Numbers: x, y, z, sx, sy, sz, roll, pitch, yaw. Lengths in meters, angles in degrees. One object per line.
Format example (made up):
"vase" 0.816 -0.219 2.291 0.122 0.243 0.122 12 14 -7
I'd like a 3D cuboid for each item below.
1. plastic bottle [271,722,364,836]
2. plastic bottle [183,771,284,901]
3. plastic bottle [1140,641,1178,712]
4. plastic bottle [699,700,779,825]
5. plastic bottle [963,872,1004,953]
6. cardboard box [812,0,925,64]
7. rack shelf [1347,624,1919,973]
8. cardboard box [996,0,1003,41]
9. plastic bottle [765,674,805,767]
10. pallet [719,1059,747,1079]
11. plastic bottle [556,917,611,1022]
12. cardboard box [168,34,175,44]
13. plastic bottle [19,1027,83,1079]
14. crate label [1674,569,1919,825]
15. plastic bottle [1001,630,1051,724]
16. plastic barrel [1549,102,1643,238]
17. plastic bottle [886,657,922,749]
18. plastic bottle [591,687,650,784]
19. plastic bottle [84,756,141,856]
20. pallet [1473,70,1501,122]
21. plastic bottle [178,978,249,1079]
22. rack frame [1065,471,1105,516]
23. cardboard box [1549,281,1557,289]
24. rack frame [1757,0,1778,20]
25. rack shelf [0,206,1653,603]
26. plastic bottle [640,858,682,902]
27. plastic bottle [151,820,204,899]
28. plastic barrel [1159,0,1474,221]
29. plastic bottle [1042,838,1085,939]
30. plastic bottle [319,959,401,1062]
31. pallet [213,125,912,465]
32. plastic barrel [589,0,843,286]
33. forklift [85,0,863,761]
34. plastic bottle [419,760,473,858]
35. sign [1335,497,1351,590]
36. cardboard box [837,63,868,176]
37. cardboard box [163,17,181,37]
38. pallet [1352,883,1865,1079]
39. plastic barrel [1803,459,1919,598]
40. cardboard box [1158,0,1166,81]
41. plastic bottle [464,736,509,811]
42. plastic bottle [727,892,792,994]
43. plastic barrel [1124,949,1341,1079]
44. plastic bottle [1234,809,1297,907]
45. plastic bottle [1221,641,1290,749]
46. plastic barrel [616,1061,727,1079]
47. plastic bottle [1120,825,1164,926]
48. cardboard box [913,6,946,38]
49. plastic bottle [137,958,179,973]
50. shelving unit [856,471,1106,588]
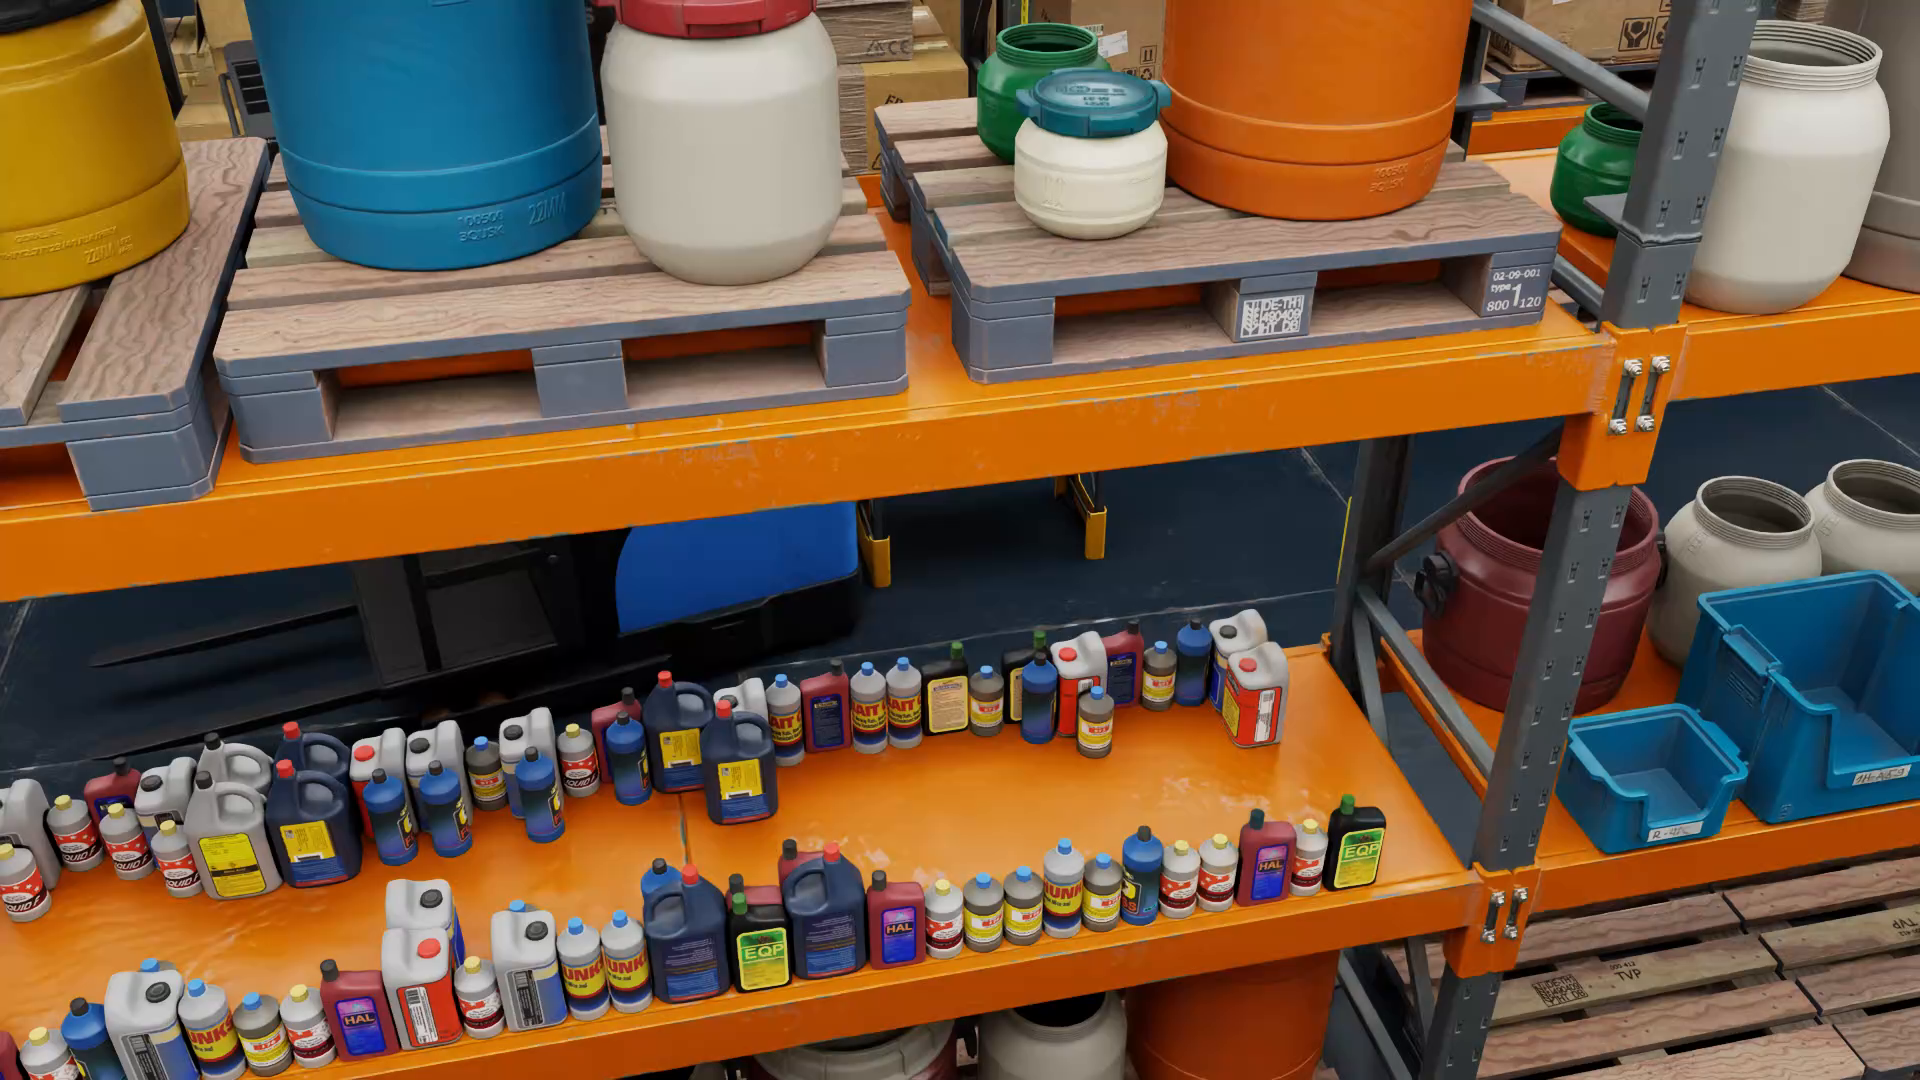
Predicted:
"plastic bottle" -1.630 0.602 4.205 0.185 0.351 0.144 -7 35 -11
"plastic bottle" -1.779 0.703 4.055 0.185 0.351 0.144 -7 35 -11
"plastic bottle" 0.559 0.375 4.678 0.097 0.201 0.097 0 34 0
"plastic bottle" -0.571 0.555 4.275 0.185 0.351 0.144 -7 35 -11
"plastic bottle" 0.055 0.872 3.937 0.097 0.201 0.097 0 34 0
"cardboard box" -0.543 -2.666 8.040 0.637 0.503 0.797 -6 34 -9
"rack shelf" 3.217 0.456 5.024 4.000 0.370 1.077 -7 35 -11
"cardboard box" 0.644 -4.372 13.216 0.750 0.750 1.050 -7 34 -10
"plastic bottle" -0.472 0.475 4.465 0.097 0.271 0.097 0 34 0
"pallet" -0.681 1.829 4.835 1.213 0.211 1.003 -7 35 -11
"plastic bottle" -0.851 0.957 3.748 0.097 0.271 0.097 0 34 0
"cardboard box" -5.765 -3.481 11.892 0.250 0.149 0.380 -6 34 -9
"plastic bottle" -1.944 1.124 3.562 0.097 0.201 0.097 0 34 0
"crate label" 2.295 0.413 4.410 0.616 0.435 0.502 -7 35 -11
"plastic bottle" 0.181 0.378 4.600 0.133 0.283 0.061 -7 35 -11
"plastic barrel" 1.496 -0.836 3.751 0.294 0.245 0.294 0 34 0
"plastic bottle" -0.152 0.435 4.525 0.097 0.271 0.097 0 34 0
"plastic bottle" -0.900 0.514 4.397 0.133 0.283 0.061 -7 35 -11
"plastic bottle" -2.106 0.666 4.170 0.133 0.283 0.061 -7 35 -11
"pallet" 2.096 -2.475 8.918 1.213 0.211 1.003 -7 35 -11
"plastic bottle" -1.623 1.054 3.603 0.097 0.271 0.097 0 34 0
"rack frame" 0.579 -0.696 7.441 0.032 1.500 0.500 -7 35 -11
"cardboard box" 3.472 -1.861 9.680 0.500 0.500 0.700 -10 35 -14
"rack frame" 4.076 -2.780 9.201 0.127 3.000 1.000 -7 35 -11
"rack shelf" -0.684 -0.298 3.455 4.000 0.370 1.077 -7 35 -11
"plastic bottle" -0.693 0.855 3.900 0.097 0.271 0.097 0 34 0
"plastic bottle" -1.920 0.774 4.083 0.097 0.201 0.097 0 34 0
"plastic barrel" 0.712 -1.127 3.283 0.708 0.830 0.600 -7 35 -11
"plastic bottle" 0.245 0.819 3.954 0.097 0.271 0.097 0 34 0
"plastic bottle" -1.317 1.021 3.641 0.133 0.283 0.061 -7 35 -11
"pallet" -0.786 -0.563 3.374 1.213 0.211 1.003 -7 35 -11
"plastic barrel" -0.429 -0.773 3.020 0.433 0.535 0.433 0 34 0
"forklift" -1.978 -0.739 6.221 3.031 2.935 1.130 -14 36 -20
"plastic bottle" -1.297 0.666 4.181 0.097 0.271 0.097 0 34 0
"sign" 1.138 0.037 4.856 0.005 0.325 0.100 -7 35 -11
"cardboard box" -0.740 -2.077 8.063 0.500 0.500 0.500 -7 35 -11
"cardboard box" -5.872 -3.709 12.233 0.250 0.149 0.380 -8 35 -12
"pallet" 2.031 1.487 5.345 1.213 0.211 1.003 -7 35 -11
"plastic barrel" 2.634 0.062 4.865 0.421 0.512 0.421 0 34 0
"cardboard box" 1.214 -2.716 8.638 0.500 0.500 0.700 -2 34 -3
"plastic bottle" -1.235 0.601 4.341 0.097 0.201 0.097 0 34 0
"plastic bottle" -0.459 0.913 3.802 0.133 0.283 0.061 -7 35 -11
"plastic barrel" 0.793 1.199 4.842 0.708 0.830 0.600 -7 35 -11
"plastic bottle" 0.741 0.762 4.028 0.133 0.283 0.061 -7 35 -11
"plastic bottle" 0.807 0.415 4.551 0.135 0.276 0.152 -7 35 -11
"plastic barrel" -0.839 1.588 4.547 0.421 0.512 0.421 0 34 0
"plastic bottle" 0.435 0.795 3.989 0.097 0.271 0.097 0 34 0
"cardboard box" -0.360 -2.418 8.572 0.500 0.500 0.500 -6 34 -9
"plastic bottle" -1.788 1.017 3.721 0.097 0.201 0.097 0 34 0
"shelving unit" 0.074 -0.632 7.346 1.083 1.500 0.587 -7 35 -11
